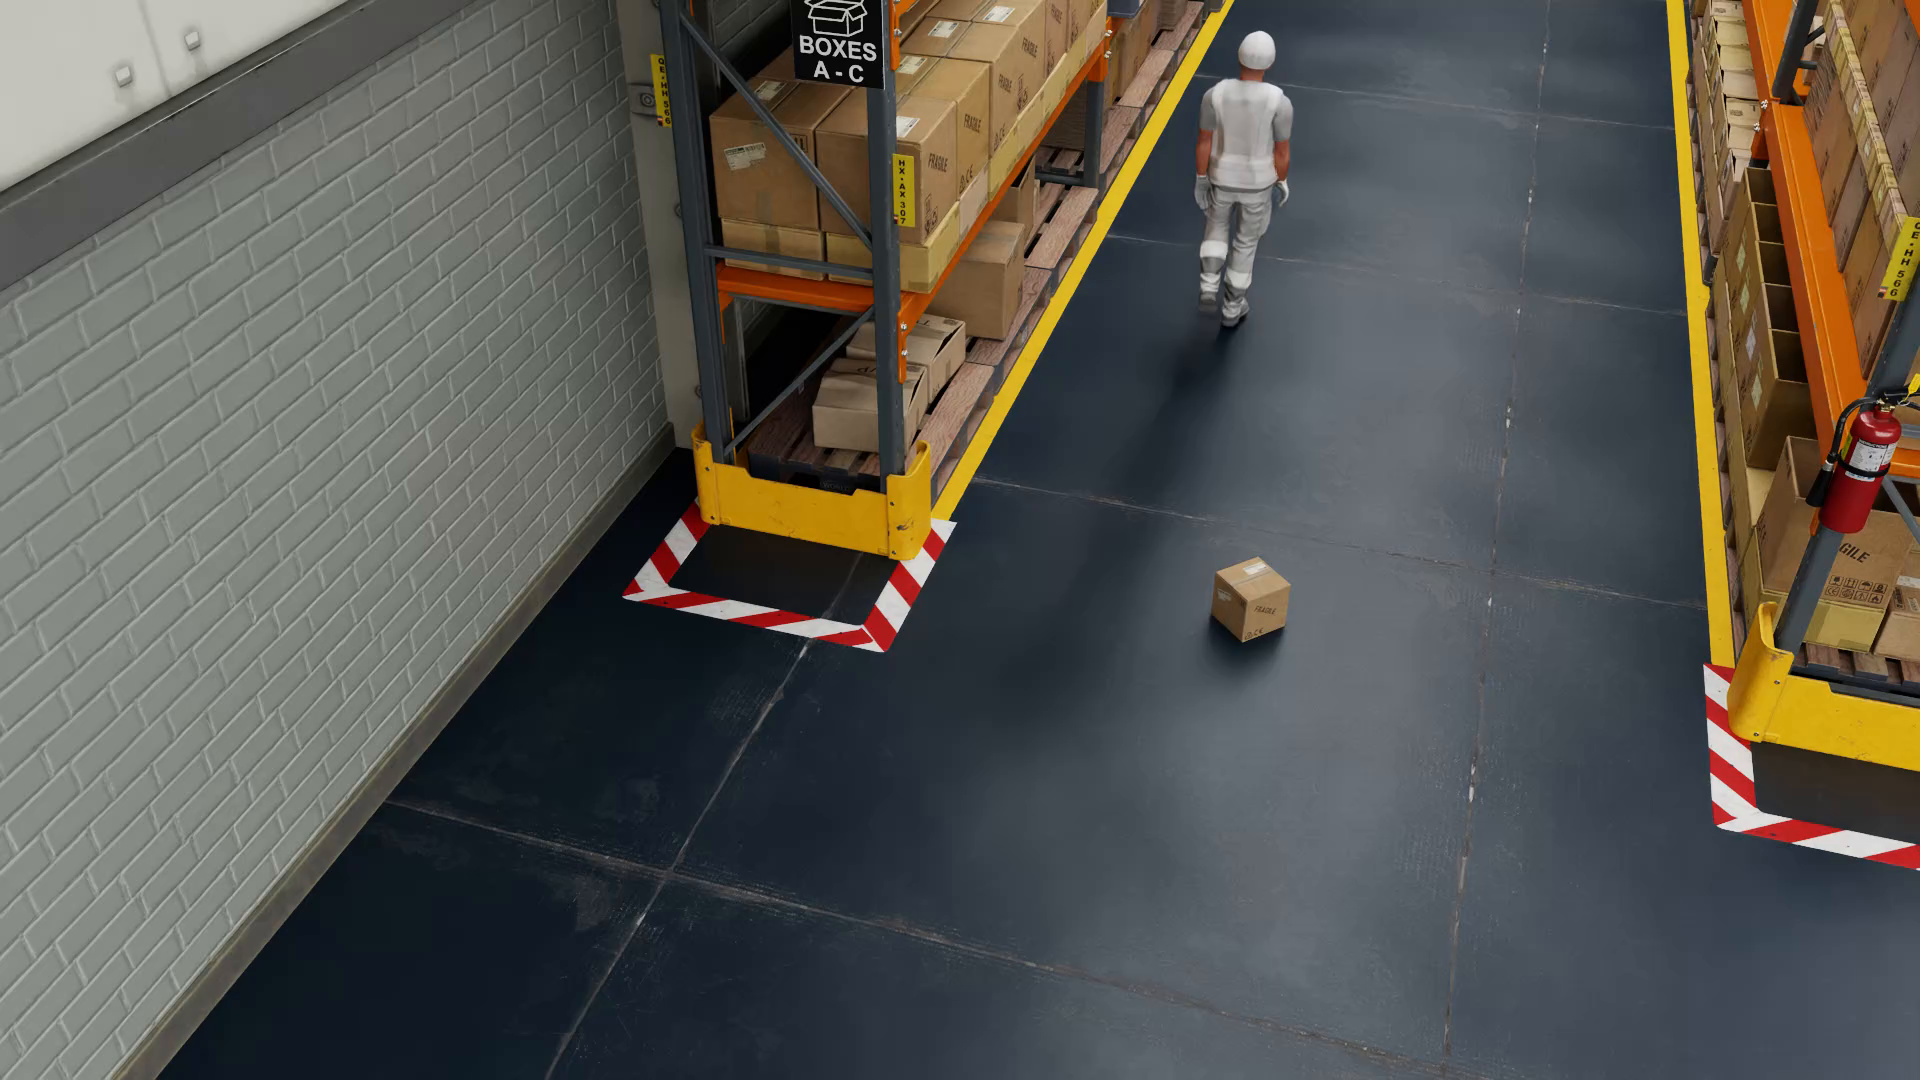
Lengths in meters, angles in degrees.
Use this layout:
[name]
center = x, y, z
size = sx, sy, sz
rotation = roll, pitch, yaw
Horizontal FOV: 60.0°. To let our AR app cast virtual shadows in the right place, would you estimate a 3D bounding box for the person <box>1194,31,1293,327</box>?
[person]
center = 1.638, -2.088, 9.635
size = 0.535, 1.794, 0.452
rotation = 14, 39, 17
